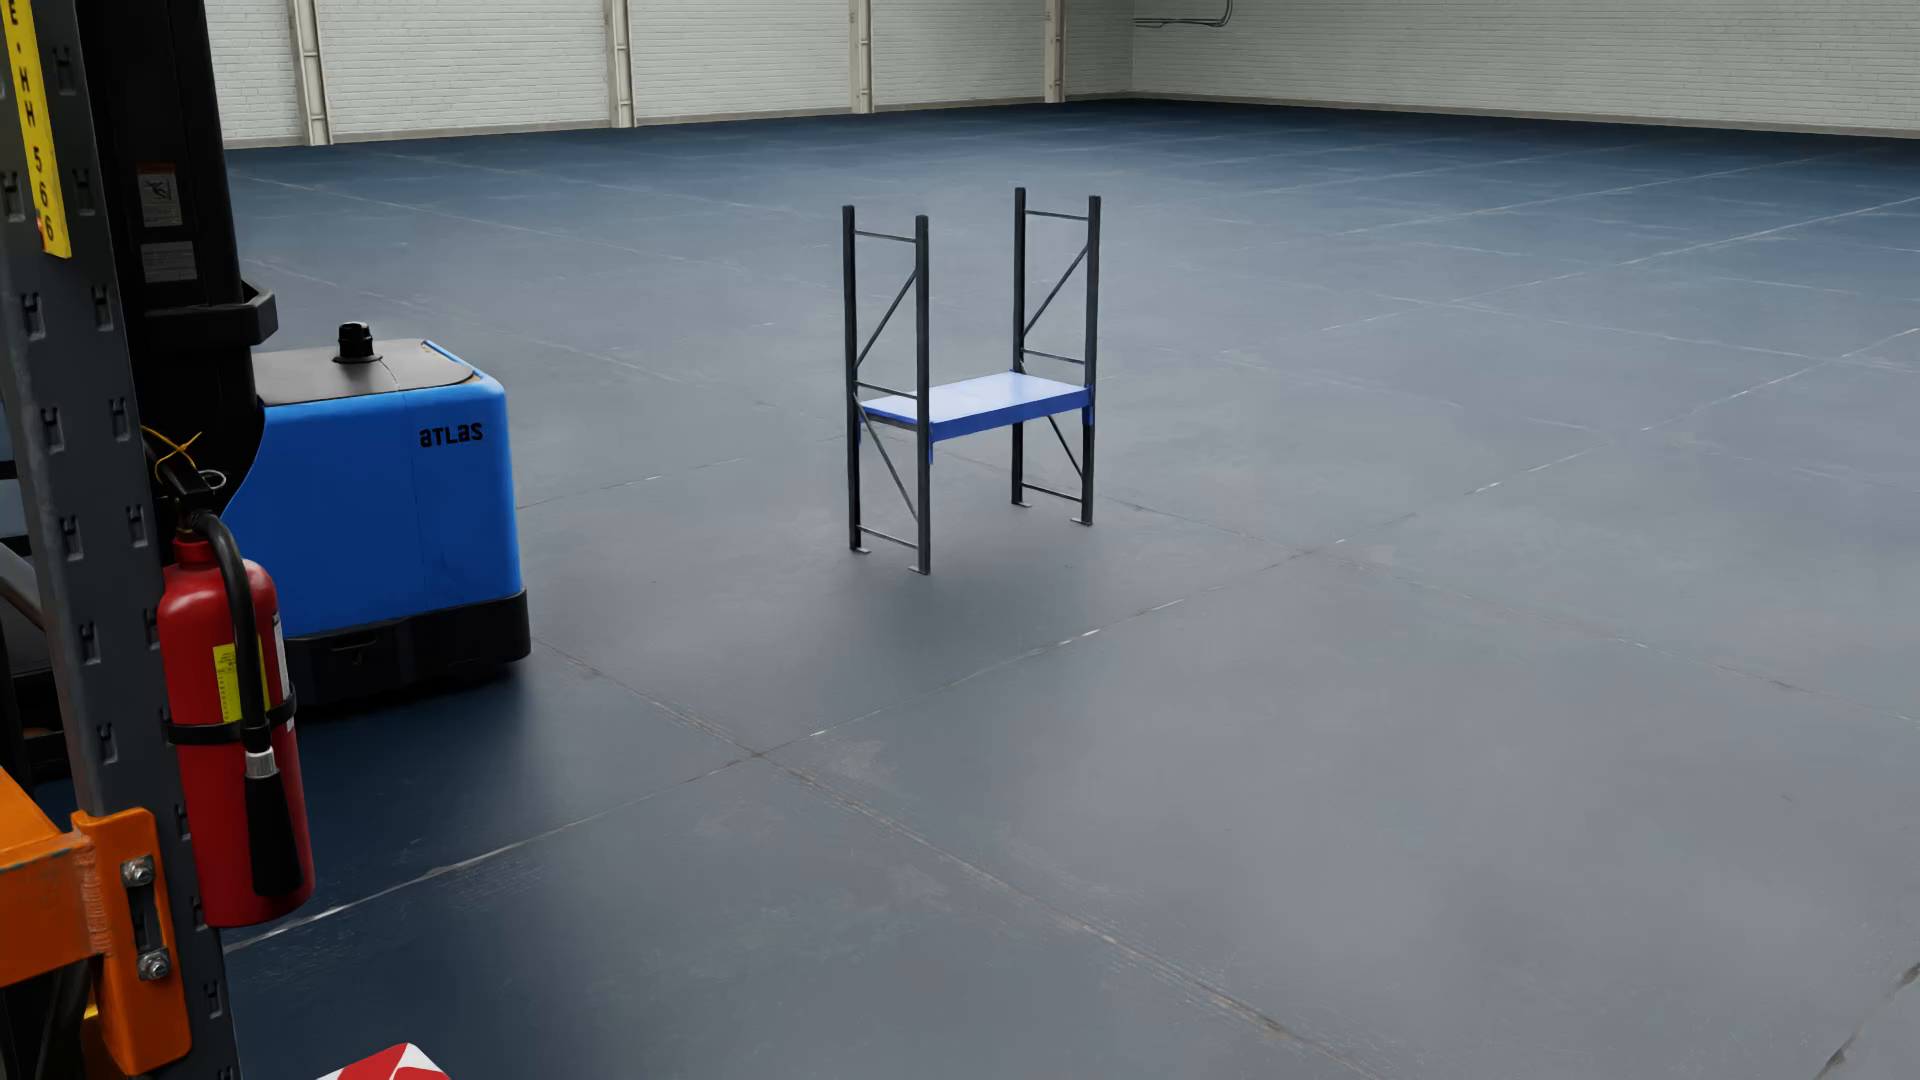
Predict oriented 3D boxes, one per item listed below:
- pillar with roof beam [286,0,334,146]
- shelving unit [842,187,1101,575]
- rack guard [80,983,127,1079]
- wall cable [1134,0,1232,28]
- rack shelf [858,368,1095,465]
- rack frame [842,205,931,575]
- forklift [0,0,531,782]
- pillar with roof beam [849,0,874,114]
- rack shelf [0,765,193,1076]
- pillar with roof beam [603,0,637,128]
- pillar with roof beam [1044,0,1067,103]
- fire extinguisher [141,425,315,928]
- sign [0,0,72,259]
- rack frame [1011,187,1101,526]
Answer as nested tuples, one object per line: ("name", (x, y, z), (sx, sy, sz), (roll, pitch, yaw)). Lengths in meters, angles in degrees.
("pillar with roof beam", (-7.860, -9.979, 23.671), (0.400, 9.000, 9.100), (-16, 24, -41))
("shelving unit", (0.062, -0.732, 7.309), (1.048, 1.500, 0.538), (-16, 24, -41))
("rack guard", (-1.370, 1.245, 2.835), (0.348, 0.500, 1.175), (-16, 24, -41))
("wall cable", (5.310, -13.608, 39.901), (0.112, 2.526, 3.097), (-16, 24, -41))
("rack shelf", (0.062, -0.560, 7.365), (1.000, 0.185, 0.538), (-16, 24, -41))
("rack frame", (-0.307, -0.624, 6.977), (0.032, 1.500, 0.500), (-16, 24, -41))
("forklift", (-3.069, -0.796, 5.188), (3.031, 2.935, 1.130), (-11, 21, -31))
("pillar with roof beam", (0.859, -12.521, 31.514), (0.400, 9.000, 9.100), (-16, 24, -41))
("rack shelf", (-2.840, 0.827, 1.238), (4.000, 0.370, 1.077), (-16, 24, -41))
("pillar with roof beam", (-3.501, -11.250, 27.593), (0.400, 9.000, 9.100), (-16, 24, -41))
("pillar with roof beam", (5.219, -13.793, 35.435), (0.400, 9.000, 9.100), (-16, 24, -41))
("fire extinguisher", (-0.982, 0.177, 2.202), (0.183, 0.674, 0.296), (-16, 24, -41))
("sign", (-1.025, -0.478, 1.835), (0.005, 0.325, 0.100), (-16, 24, -41))
("rack frame", (0.431, -0.839, 7.641), (0.032, 1.500, 0.500), (-16, 24, -41))
